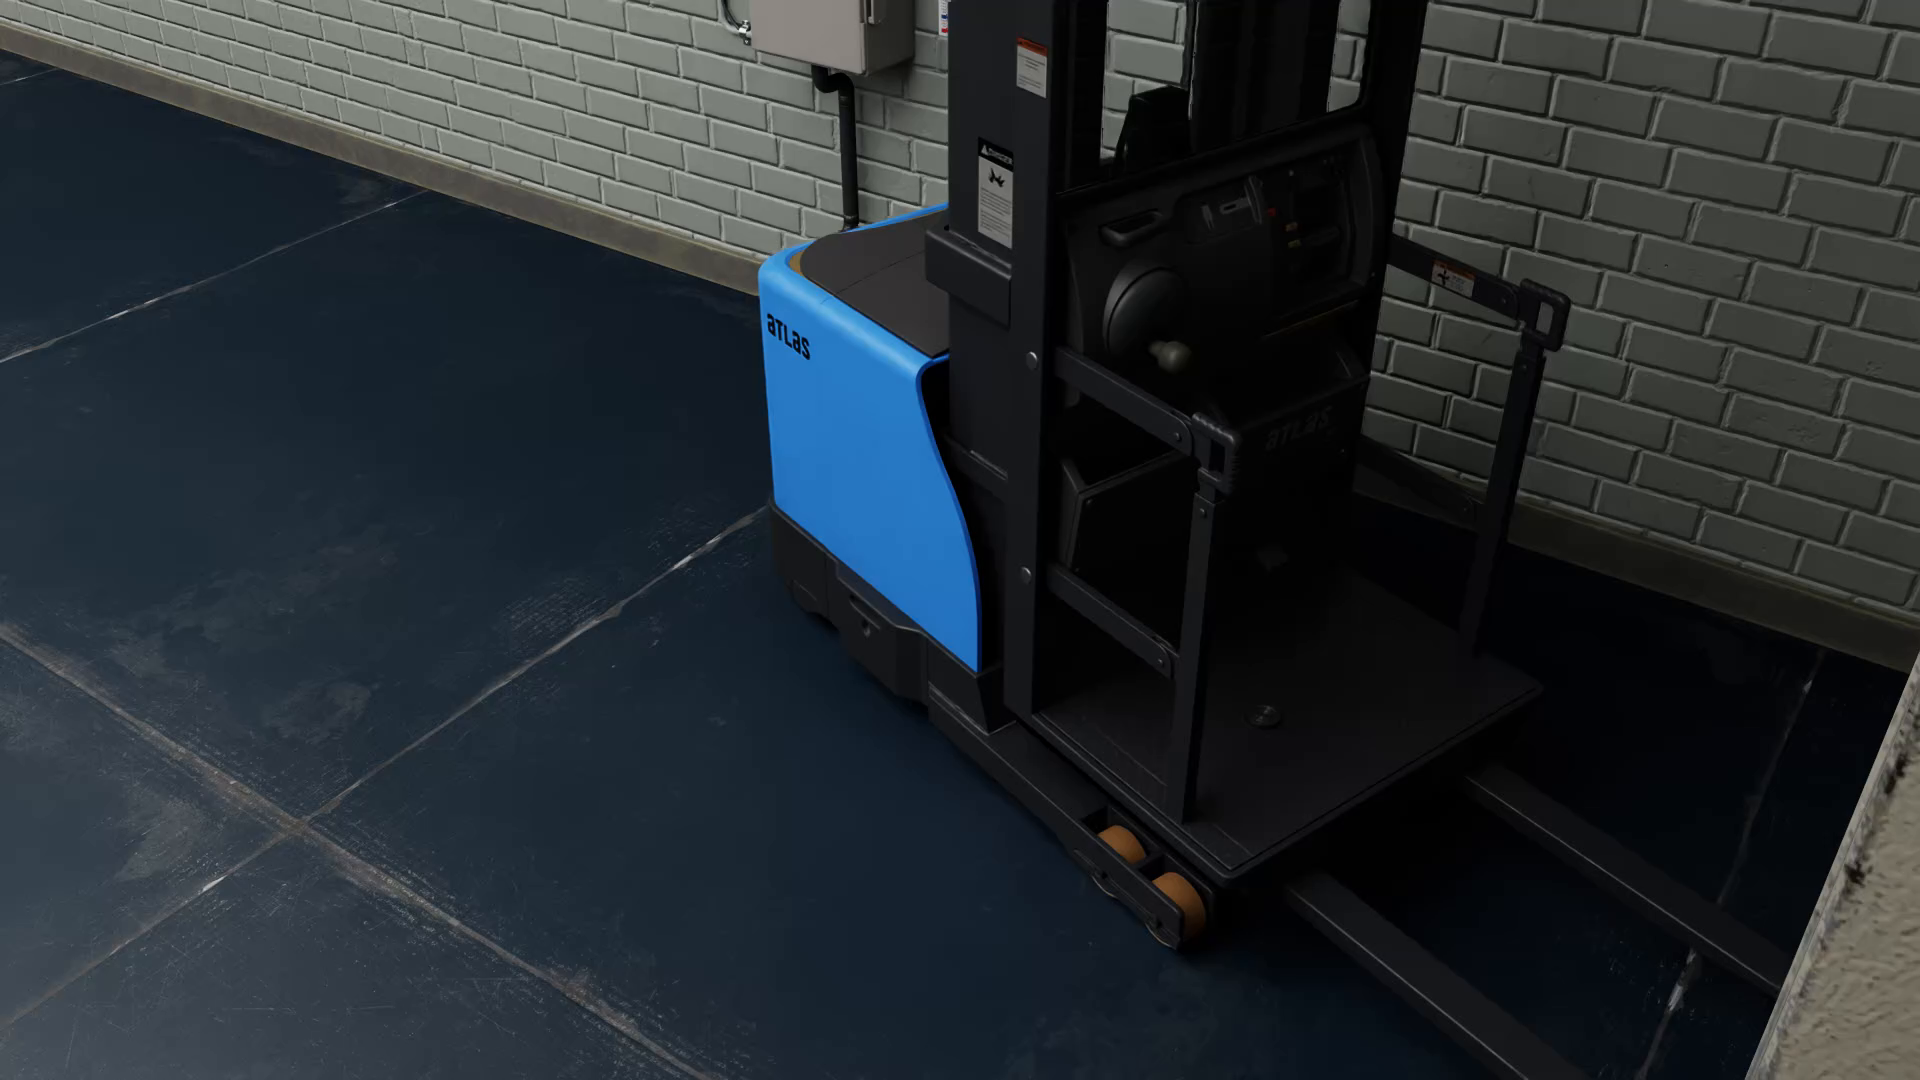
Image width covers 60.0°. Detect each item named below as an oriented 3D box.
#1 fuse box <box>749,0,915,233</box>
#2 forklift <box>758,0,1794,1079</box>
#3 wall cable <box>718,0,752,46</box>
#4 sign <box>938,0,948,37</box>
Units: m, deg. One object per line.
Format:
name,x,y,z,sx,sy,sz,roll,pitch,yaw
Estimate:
fuse box,-0.461,-1.429,5.835,0.539,1.711,0.414,21,39,28
forklift,0.723,-0.588,3.503,1.130,2.935,3.031,-23,40,-30
wall cable,-0.932,-2.674,5.619,0.588,1.984,0.122,21,39,28
sign,0.063,-1.861,5.408,0.329,0.494,0.001,21,39,28
